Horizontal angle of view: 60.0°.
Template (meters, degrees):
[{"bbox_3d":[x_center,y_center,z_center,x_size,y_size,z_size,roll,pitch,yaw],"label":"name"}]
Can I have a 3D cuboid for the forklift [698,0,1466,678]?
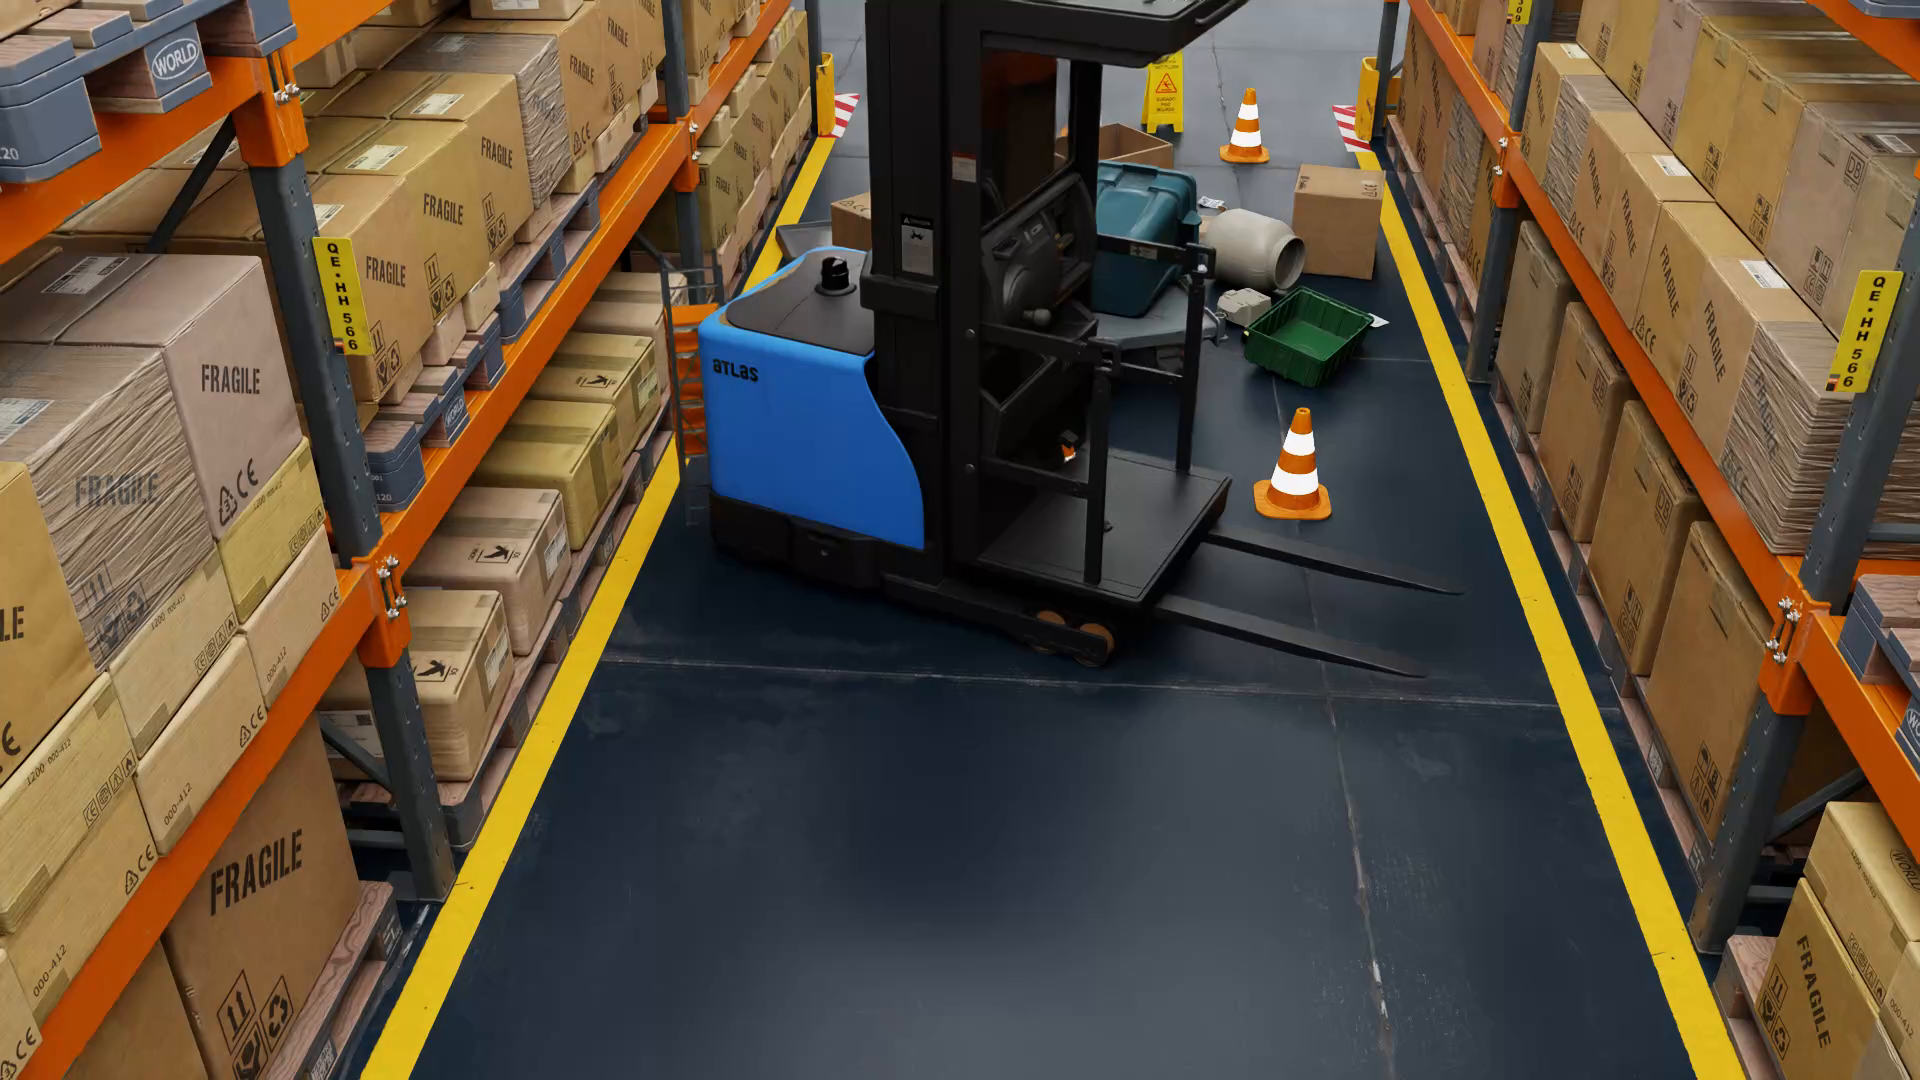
[{"bbox_3d":[0.487,-1.075,6.201,3.031,2.935,1.130,15,35,22],"label":"forklift"}]

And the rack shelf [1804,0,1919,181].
[{"bbox_3d":[2.955,-2.015,5.487,1.077,0.370,4.000,2,32,4],"label":"rack shelf"}]

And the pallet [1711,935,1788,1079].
[{"bbox_3d":[2.727,1.597,4.457,1.003,0.211,1.213,2,32,4],"label":"pallet"}]

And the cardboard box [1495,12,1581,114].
[{"bbox_3d":[3.136,-2.347,8.057,0.875,0.550,0.550,2,32,4],"label":"cardboard box"}]

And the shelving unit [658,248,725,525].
[{"bbox_3d":[-1.112,-0.641,7.143,0.258,1.200,0.189,-7,32,-12],"label":"shelving unit"}]

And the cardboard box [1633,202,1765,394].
[{"bbox_3d":[2.644,-0.810,5.611,0.500,0.500,0.500,2,32,3],"label":"cardboard box"}]

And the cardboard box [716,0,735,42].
[{"bbox_3d":[-1.493,-2.900,8.717,0.500,0.500,0.500,2,32,4],"label":"cardboard box"}]

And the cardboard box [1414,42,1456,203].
[{"bbox_3d":[3.384,-2.638,10.297,0.875,0.875,0.875,2,32,3],"label":"cardboard box"}]

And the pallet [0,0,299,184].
[{"bbox_3d":[-2.149,-1.015,3.359,1.213,0.211,1.003,4,32,6],"label":"pallet"}]

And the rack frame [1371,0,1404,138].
[{"bbox_3d":[3.443,-4.182,11.177,1.000,3.000,0.127,2,32,4],"label":"rack frame"}]

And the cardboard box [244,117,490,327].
[{"bbox_3d":[-1.847,-1.003,5.240,0.500,0.500,0.500,4,32,7],"label":"cardboard box"}]

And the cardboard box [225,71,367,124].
[{"bbox_3d":[-2.319,-1.290,5.704,0.500,0.500,0.500,0,32,1],"label":"cardboard box"}]

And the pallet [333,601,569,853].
[{"bbox_3d":[-2.085,0.621,6.041,1.003,0.211,1.213,2,32,4],"label":"pallet"}]

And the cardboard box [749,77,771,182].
[{"bbox_3d":[-1.431,-2.425,9.831,0.500,0.500,0.500,4,32,7],"label":"cardboard box"}]

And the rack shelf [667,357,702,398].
[{"bbox_3d":[-1.112,-0.705,7.104,0.258,0.103,0.180,-7,32,-12],"label":"rack shelf"}]

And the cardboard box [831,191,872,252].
[{"bbox_3d":[-0.381,-1.688,9.510,0.500,0.500,0.500,27,41,37],"label":"cardboard box"}]

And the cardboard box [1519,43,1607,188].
[{"bbox_3d":[2.807,-1.869,7.329,0.500,0.500,0.500,3,32,5],"label":"cardboard box"}]

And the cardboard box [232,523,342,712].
[{"bbox_3d":[-1.932,0.182,4.238,0.500,0.250,0.500,1,32,2],"label":"cardboard box"}]

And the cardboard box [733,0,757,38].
[{"bbox_3d":[-1.365,-2.961,9.436,0.380,0.149,0.250,3,32,4],"label":"cardboard box"}]

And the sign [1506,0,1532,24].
[{"bbox_3d":[2.564,-2.515,7.572,0.100,0.325,0.005,2,32,4],"label":"sign"}]

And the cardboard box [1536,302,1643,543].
[{"bbox_3d":[3.074,-0.479,6.911,1.050,0.750,0.750,2,32,4],"label":"cardboard box"}]

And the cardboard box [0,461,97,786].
[{"bbox_3d":[-2.012,0.184,3.044,0.500,0.500,0.500,2,32,4],"label":"cardboard box"}]

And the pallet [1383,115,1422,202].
[{"bbox_3d":[3.456,-2.573,11.224,1.003,0.211,1.213,2,32,4],"label":"pallet"}]

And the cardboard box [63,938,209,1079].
[{"bbox_3d":[-2.366,1.392,3.756,0.875,0.875,0.875,3,32,5],"label":"cardboard box"}]

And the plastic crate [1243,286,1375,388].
[{"bbox_3d":[1.826,-1.064,8.744,0.450,0.188,0.662,29,41,23],"label":"plastic crate"}]

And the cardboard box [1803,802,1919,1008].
[{"bbox_3d":[2.495,0.918,4.169,0.500,0.250,0.500,1,32,2],"label":"cardboard box"}]

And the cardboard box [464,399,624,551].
[{"bbox_3d":[-1.974,-0.295,6.974,0.950,0.372,0.625,3,32,6],"label":"cardboard box"}]

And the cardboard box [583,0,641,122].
[{"bbox_3d":[-1.672,-2.086,6.997,0.500,0.500,0.500,3,32,4],"label":"cardboard box"}]

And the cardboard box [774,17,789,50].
[{"bbox_3d":[-1.290,-3.188,10.451,0.380,0.149,0.250,3,32,5],"label":"cardboard box"}]

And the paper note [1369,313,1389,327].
[{"bbox_3d":[2.270,-1.217,9.195,0.147,0.020,0.142,-20,37,-29],"label":"paper note"}]

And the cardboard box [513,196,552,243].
[{"bbox_3d":[-1.758,-1.234,6.233,0.380,0.149,0.250,3,32,6],"label":"cardboard box"}]

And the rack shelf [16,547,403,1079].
[{"bbox_3d":[-2.313,1.195,3.138,1.077,0.370,4.000,2,32,4],"label":"rack shelf"}]

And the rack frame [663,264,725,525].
[{"bbox_3d":[-1.089,-0.595,7.068,0.240,1.200,0.006,-7,32,-12],"label":"rack frame"}]

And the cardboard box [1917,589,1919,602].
[{"bbox_3d":[2.554,0.155,3.979,0.380,0.149,0.250,2,32,3],"label":"cardboard box"}]

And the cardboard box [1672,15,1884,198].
[{"bbox_3d":[2.959,-1.501,5.779,0.700,0.500,0.500,2,32,3],"label":"cardboard box"}]

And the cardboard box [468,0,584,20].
[{"bbox_3d":[-1.679,-2.117,6.428,0.380,0.149,0.250,1,32,2],"label":"cardboard box"}]

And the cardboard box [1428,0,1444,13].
[{"bbox_3d":[3.264,-3.474,9.885,0.875,0.550,0.550,2,32,4],"label":"cardboard box"}]

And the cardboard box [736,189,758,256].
[{"bbox_3d":[-1.475,-1.834,9.587,0.500,0.250,0.500,4,32,7],"label":"cardboard box"}]

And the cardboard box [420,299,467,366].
[{"bbox_3d":[-1.813,-0.679,5.331,0.380,0.149,0.250,0,32,1],"label":"cardboard box"}]

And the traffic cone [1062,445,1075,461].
[{"bbox_3d":[0.443,-0.266,7.241,0.336,0.463,0.334,2,32,4],"label":"traffic cone"}]

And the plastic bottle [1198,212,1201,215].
[{"bbox_3d":[1.439,-2.051,10.520,0.133,0.061,0.283,-8,33,-13],"label":"plastic bottle"}]

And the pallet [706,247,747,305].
[{"bbox_3d":[-1.805,-1.414,9.344,1.003,0.211,1.213,2,32,4],"label":"pallet"}]

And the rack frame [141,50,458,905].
[{"bbox_3d":[-2.150,-0.157,4.646,1.000,3.000,0.127,2,32,4],"label":"rack frame"}]

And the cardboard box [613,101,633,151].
[{"bbox_3d":[-1.615,-1.766,7.096,0.380,0.149,0.250,2,32,3],"label":"cardboard box"}]

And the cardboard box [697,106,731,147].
[{"bbox_3d":[-1.437,-2.212,8.868,0.380,0.149,0.250,3,32,5],"label":"cardboard box"}]

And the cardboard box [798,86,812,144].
[{"bbox_3d":[-1.298,-2.902,11.320,0.500,0.250,0.500,2,32,4],"label":"cardboard box"}]

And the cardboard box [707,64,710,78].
[{"bbox_3d":[-1.510,-2.427,8.569,0.380,0.149,0.250,3,32,5],"label":"cardboard box"}]
